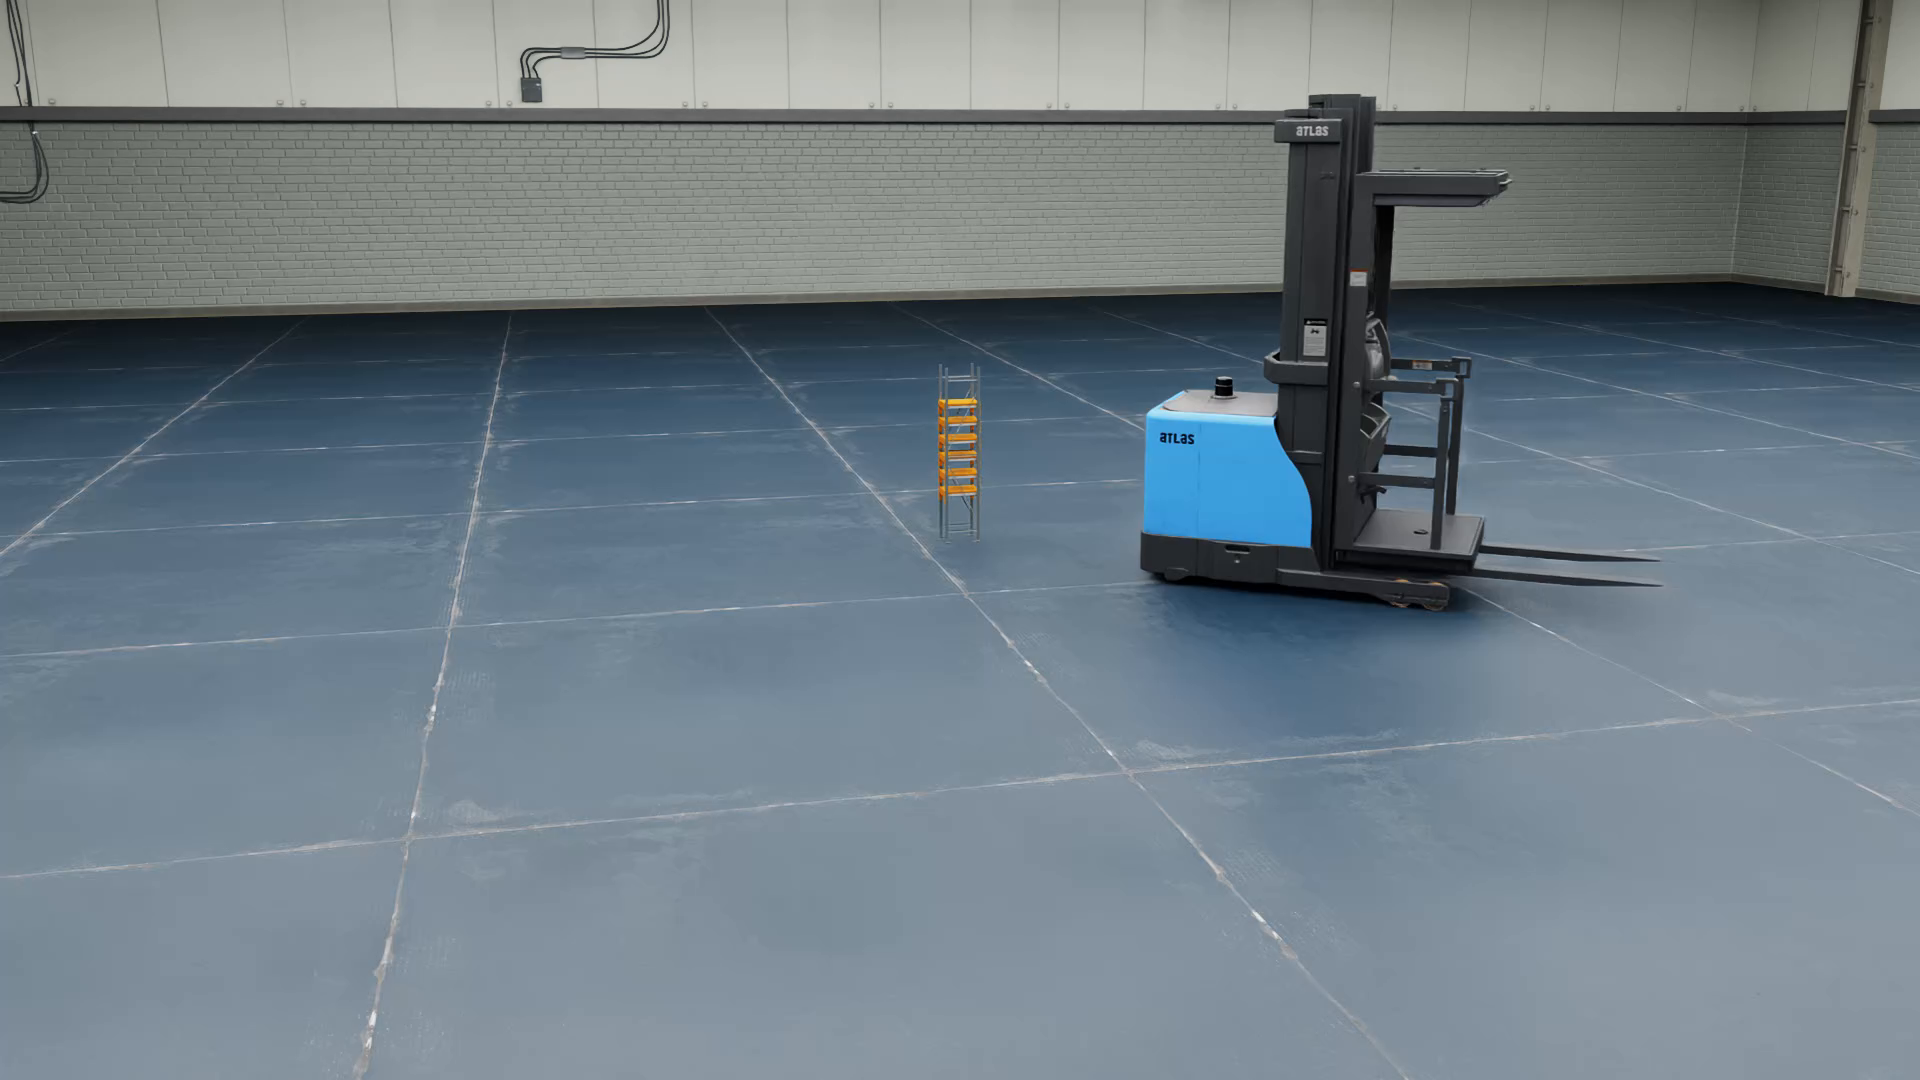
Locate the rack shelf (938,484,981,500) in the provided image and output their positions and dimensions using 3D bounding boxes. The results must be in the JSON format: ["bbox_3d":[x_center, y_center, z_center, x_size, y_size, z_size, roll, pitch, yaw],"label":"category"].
[{"bbox_3d":[-0.003,-0.310,11.366,0.258,0.103,0.180,-3,14,-13],"label":"rack shelf"}]

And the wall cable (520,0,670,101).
[{"bbox_3d":[-5.638,-9.751,25.212,2.305,6.003,0.169,-3,14,-13],"label":"wall cable"}]

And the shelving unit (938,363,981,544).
[{"bbox_3d":[-0.003,-0.586,11.298,0.258,1.200,0.189,-3,14,-13],"label":"shelving unit"}]

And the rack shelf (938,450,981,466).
[{"bbox_3d":[-0.003,-0.543,11.309,0.258,0.103,0.180,-3,14,-13],"label":"rack shelf"}]

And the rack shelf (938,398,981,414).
[{"bbox_3d":[-0.003,-0.893,11.223,0.258,0.103,0.180,-3,14,-13],"label":"rack shelf"}]

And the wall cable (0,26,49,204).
[{"bbox_3d":[-14.869,-6.065,23.833,3.097,2.526,0.112,-3,14,-13],"label":"wall cable"}]

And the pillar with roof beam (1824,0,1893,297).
[{"bbox_3d":[10.972,-8.336,26.586,9.100,9.000,0.400,-3,14,-13],"label":"pillar with roof beam"}]

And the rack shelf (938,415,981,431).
[{"bbox_3d":[-0.003,-0.776,11.252,0.258,0.103,0.180,-3,14,-13],"label":"rack shelf"}]

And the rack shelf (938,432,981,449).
[{"bbox_3d":[-0.003,-0.660,11.280,0.258,0.103,0.180,-3,14,-13],"label":"rack shelf"}]

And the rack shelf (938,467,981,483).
[{"bbox_3d":[-0.003,-0.426,11.337,0.258,0.103,0.180,-3,14,-13],"label":"rack shelf"}]

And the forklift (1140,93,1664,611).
[{"bbox_3d":[2.698,-1.152,9.968,3.031,2.935,1.130,5,15,20],"label":"forklift"}]

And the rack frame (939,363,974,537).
[{"bbox_3d":[-0.025,-0.607,11.385,0.240,1.200,0.006,-3,14,-13],"label":"rack frame"}]

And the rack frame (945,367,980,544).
[{"bbox_3d":[0.018,-0.565,11.212,0.240,1.200,0.006,-3,14,-13],"label":"rack frame"}]

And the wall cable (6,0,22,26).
[{"bbox_3d":[-12.240,-8.669,23.851,3.097,2.526,0.112,-3,14,-13],"label":"wall cable"}]
